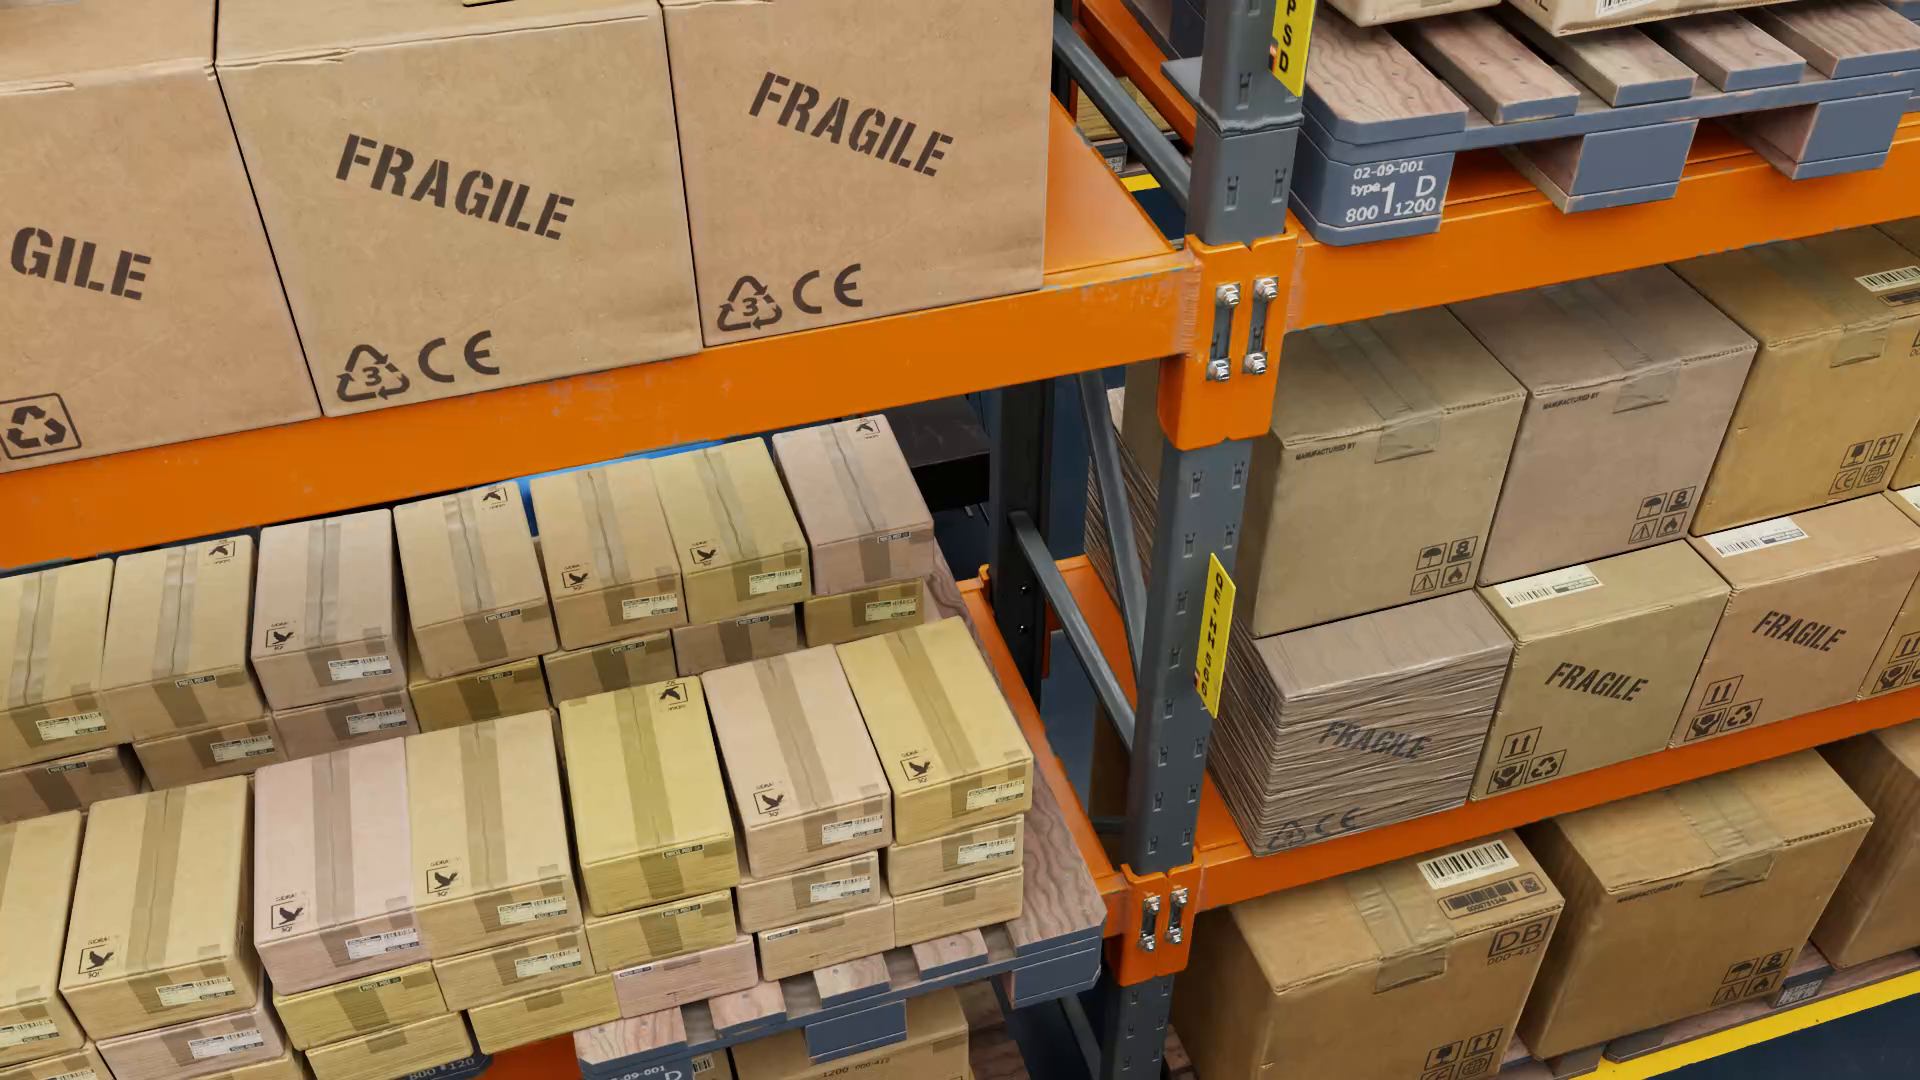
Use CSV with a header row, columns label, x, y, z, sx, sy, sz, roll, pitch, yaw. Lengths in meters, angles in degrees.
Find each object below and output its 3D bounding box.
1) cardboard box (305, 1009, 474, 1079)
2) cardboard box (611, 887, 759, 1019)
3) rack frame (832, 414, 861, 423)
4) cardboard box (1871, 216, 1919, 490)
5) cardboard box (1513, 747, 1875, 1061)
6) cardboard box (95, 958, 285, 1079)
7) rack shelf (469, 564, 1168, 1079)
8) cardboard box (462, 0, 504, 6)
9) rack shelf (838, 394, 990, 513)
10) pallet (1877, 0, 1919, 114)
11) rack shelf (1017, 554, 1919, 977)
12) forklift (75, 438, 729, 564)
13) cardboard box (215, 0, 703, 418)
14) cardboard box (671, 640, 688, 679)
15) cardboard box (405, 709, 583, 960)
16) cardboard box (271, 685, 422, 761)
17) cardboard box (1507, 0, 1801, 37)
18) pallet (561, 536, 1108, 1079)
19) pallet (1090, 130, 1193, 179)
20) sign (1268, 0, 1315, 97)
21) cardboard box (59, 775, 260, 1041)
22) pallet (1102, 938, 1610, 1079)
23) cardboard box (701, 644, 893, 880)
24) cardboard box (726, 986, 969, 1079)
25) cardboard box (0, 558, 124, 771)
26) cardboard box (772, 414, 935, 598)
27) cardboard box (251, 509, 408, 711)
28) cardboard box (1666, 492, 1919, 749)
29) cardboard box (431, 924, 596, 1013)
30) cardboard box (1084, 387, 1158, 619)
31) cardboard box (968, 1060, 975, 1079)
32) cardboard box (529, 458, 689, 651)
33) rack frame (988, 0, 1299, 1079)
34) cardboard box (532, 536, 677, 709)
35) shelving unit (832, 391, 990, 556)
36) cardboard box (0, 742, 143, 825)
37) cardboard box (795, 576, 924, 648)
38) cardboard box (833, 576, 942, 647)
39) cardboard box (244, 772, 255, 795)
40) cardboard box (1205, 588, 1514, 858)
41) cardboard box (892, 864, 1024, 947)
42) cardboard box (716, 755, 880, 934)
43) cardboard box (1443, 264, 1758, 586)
label,x,y,z,sx,sy,sz,roll,pitch,yaw
cardboard box,-1.033,0.762,2.969,0.250,0.149,0.380,-13,43,-15
cardboard box,-0.538,0.661,3.085,0.250,0.149,0.380,-11,42,-12
rack frame,-0.391,-0.710,5.467,0.015,2.100,0.400,-12,42,-13
cardboard box,2.166,-0.562,3.777,0.500,0.500,0.700,-12,43,-13
cardboard box,1.718,0.690,4.571,0.750,0.750,1.050,-11,42,-12
cardboard box,-1.287,0.704,2.810,0.250,0.149,0.380,-11,42,-12
rack shelf,-1.630,0.906,3.480,4.000,0.370,1.077,-12,42,-13
cardboard box,-0.515,-0.862,2.019,0.258,0.266,0.396,-12,42,-13
rack shelf,-0.158,-0.221,5.991,0.480,0.518,0.431,-12,42,-13
pallet,1.941,-1.202,3.210,1.213,0.211,1.003,-10,42,-11
rack shelf,2.185,0.115,4.385,4.000,0.370,1.077,-12,42,-13
forklift,-2.255,-0.522,4.620,3.031,2.935,1.130,-16,44,-18
cardboard box,-0.664,-0.548,2.242,0.500,0.500,0.500,-12,42,-13
cardboard box,-0.723,0.245,3.562,0.250,0.149,0.380,-10,42,-11
cardboard box,-0.796,0.492,2.827,0.250,0.149,0.380,-11,42,-12
cardboard box,-1.234,0.242,3.339,0.250,0.149,0.380,-12,42,-13
cardboard box,1.034,-1.057,2.573,0.500,0.311,0.500,-12,42,-13
pallet,-0.371,0.520,3.521,1.003,0.211,1.213,-12,42,-13
pallet,0.601,-2.189,8.595,1.213,0.211,1.003,-12,42,-13
sign,0.438,-0.744,2.148,0.005,0.325,0.100,-12,42,-13
cardboard box,-1.287,0.591,2.713,0.250,0.149,0.380,-10,42,-11
pallet,1.052,1.181,4.737,1.213,0.211,1.003,-12,42,-13
cardboard box,-0.293,0.385,2.949,0.250,0.149,0.380,-12,43,-14
cardboard box,-0.296,1.040,3.790,0.500,0.250,0.500,-13,43,-14
cardboard box,-1.714,0.230,3.127,0.250,0.149,0.380,-12,43,-14
cardboard box,-0.226,-0.077,3.478,0.250,0.149,0.380,-12,42,-13
cardboard box,-1.223,0.129,3.242,0.250,0.149,0.380,-10,42,-11
cardboard box,1.752,0.081,3.801,0.500,0.500,0.500,-12,42,-13
cardboard box,-0.800,0.604,2.924,0.250,0.149,0.380,-12,42,-13
cardboard box,0.626,-0.055,3.958,0.500,0.500,0.500,-12,42,-13
cardboard box,-0.272,1.317,4.043,0.500,0.500,0.500,-12,43,-13
cardboard box,-0.713,0.022,3.364,0.250,0.149,0.380,-12,43,-13
rack frame,0.277,0.240,3.696,0.127,3.000,1.000,-12,42,-13
cardboard box,-0.756,0.143,3.452,0.250,0.149,0.380,-13,43,-14
shelving unit,-0.158,-0.758,5.522,0.503,2.100,0.431,-12,42,-13
cardboard box,-1.728,0.345,3.221,0.250,0.149,0.380,-10,42,-12
cardboard box,-0.244,0.034,3.577,0.250,0.149,0.380,-10,42,-11
cardboard box,-0.210,0.138,3.684,0.250,0.149,0.380,-12,43,-14
cardboard box,-1.474,0.401,3.383,0.250,0.149,0.380,-11,42,-12
cardboard box,0.786,0.283,3.570,0.500,0.500,0.500,-11,42,-13
cardboard box,-0.055,0.562,3.198,0.250,0.149,0.380,-11,42,-12
cardboard box,-0.311,0.501,3.042,0.250,0.149,0.380,-10,42,-11
cardboard box,1.190,-0.358,3.544,0.500,0.500,0.700,-12,43,-14
